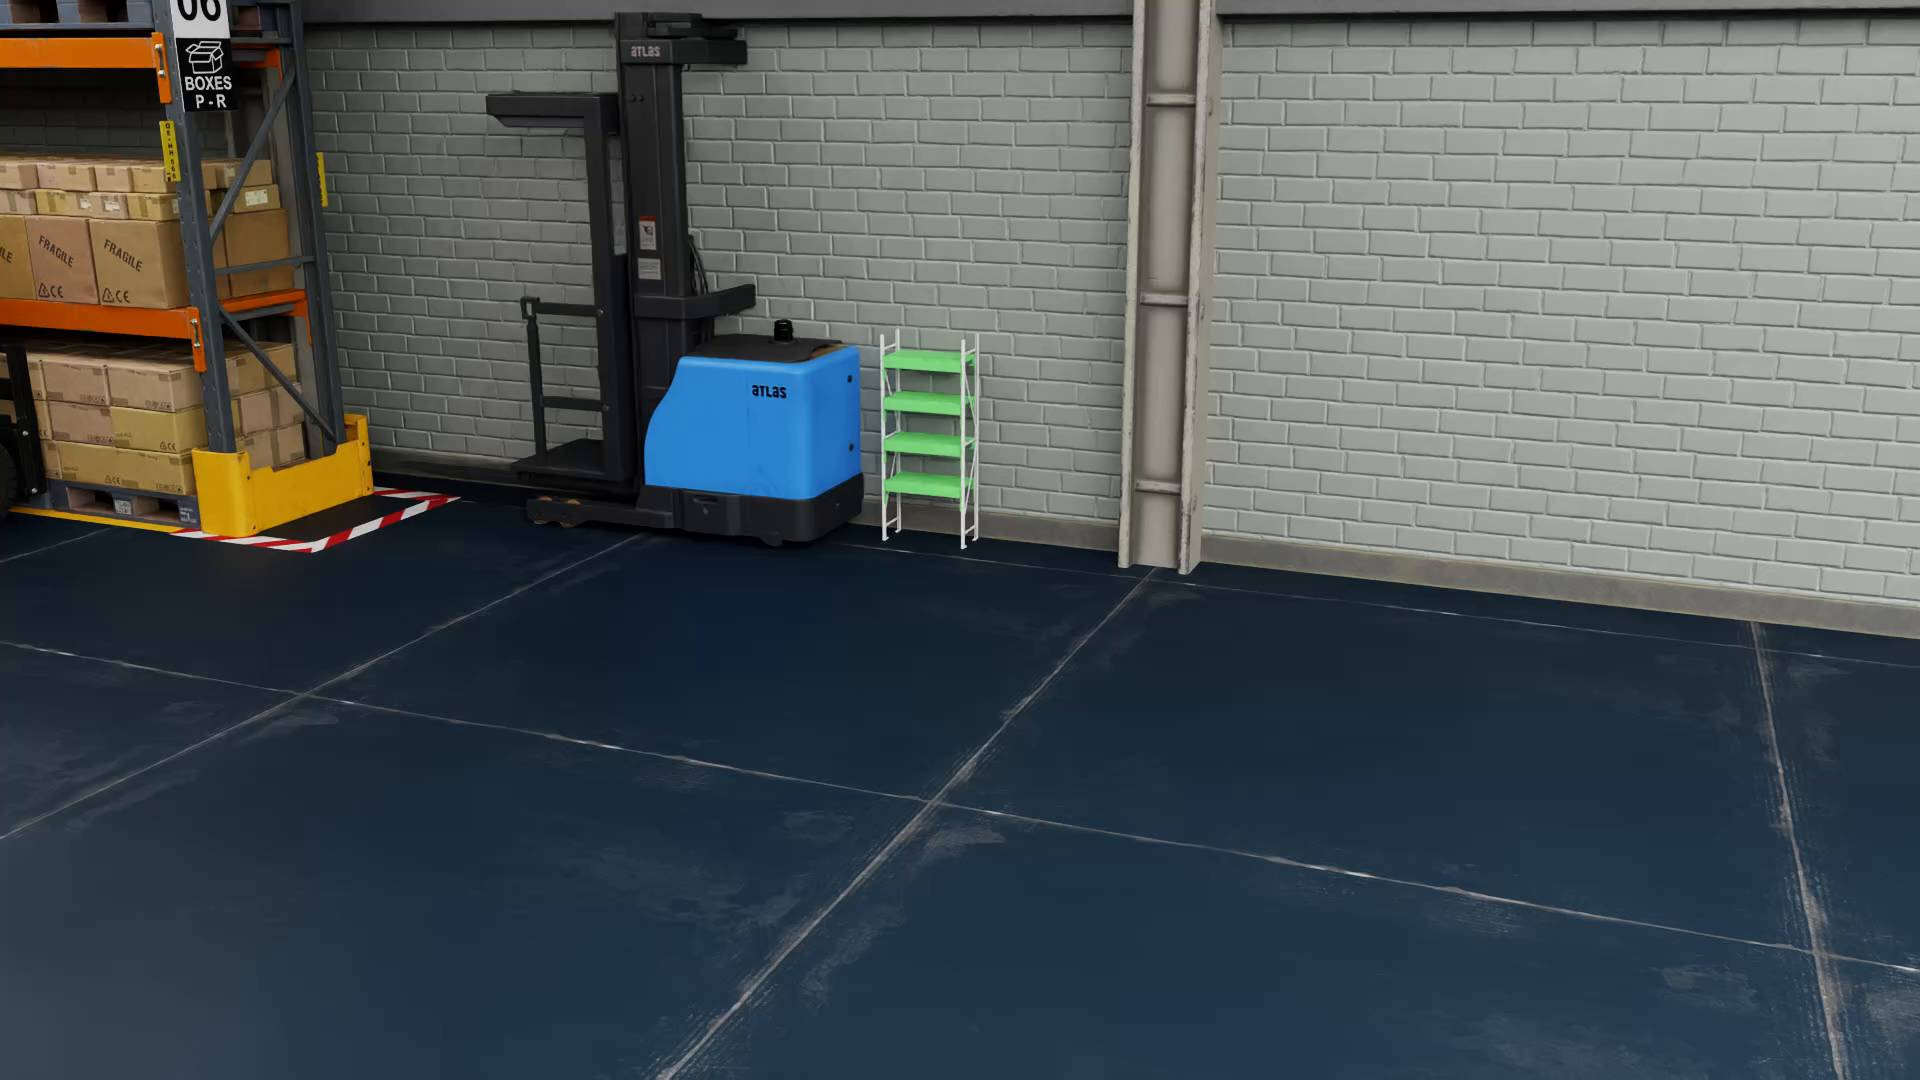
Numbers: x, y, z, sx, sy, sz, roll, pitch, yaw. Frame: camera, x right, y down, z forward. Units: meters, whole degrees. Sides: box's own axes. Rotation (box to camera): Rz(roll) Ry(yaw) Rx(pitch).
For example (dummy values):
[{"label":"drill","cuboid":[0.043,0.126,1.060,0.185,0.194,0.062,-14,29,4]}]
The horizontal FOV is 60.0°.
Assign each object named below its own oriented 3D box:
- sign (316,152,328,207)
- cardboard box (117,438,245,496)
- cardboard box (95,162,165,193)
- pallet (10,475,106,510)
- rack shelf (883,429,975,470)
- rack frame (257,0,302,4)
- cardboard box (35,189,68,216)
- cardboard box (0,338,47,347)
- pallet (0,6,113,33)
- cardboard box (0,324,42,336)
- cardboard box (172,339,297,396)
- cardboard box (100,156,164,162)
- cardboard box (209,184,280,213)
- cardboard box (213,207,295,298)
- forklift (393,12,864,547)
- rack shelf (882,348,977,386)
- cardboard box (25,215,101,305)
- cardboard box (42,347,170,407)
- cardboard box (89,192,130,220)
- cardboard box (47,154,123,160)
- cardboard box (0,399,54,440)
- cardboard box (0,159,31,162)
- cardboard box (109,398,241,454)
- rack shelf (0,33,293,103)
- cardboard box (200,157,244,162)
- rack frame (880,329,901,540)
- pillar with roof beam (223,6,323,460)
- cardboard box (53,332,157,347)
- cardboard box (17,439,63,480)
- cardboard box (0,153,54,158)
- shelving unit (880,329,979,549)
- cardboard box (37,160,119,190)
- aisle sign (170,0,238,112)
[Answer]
[{"label":"sign","cuboid":[-3.947,-2.218,10.239,0.005,0.325,0.100,6,17,21]},{"label":"cardboard box","cuboid":[-4.709,-0.468,10.086,0.500,0.250,0.500,6,17,21]},{"label":"cardboard box","cuboid":[-4.807,-2.123,9.729,0.250,0.149,0.380,6,17,21]},{"label":"pallet","cuboid":[-6.014,-0.475,10.930,1.213,0.211,1.003,6,17,21]},{"label":"rack shelf","cuboid":[-0.171,-0.520,9.538,0.480,0.148,0.258,6,17,20]},{"label":"rack frame","cuboid":[-4.156,-4.502,9.041,0.127,3.000,1.000,6,17,21]},{"label":"cardboard box","cuboid":[-5.275,-2.033,9.952,0.250,0.149,0.380,6,17,20]},{"label":"cardboard box","cuboid":[-6.118,-1.102,10.475,0.500,0.250,0.500,6,17,20]},{"label":"pallet","cuboid":[-5.943,-3.223,10.172,1.213,0.211,1.003,6,17,21]},{"label":"cardboard box","cuboid":[-6.406,-1.288,11.116,0.500,0.250,0.500,6,17,21]},{"label":"cardboard box","cuboid":[-4.534,-1.081,10.401,0.500,0.250,0.500,6,17,20]},{"label":"cardboard box","cuboid":[-5.097,-2.301,10.344,0.250,0.149,0.380,6,17,21]},{"label":"cardboard box","cuboid":[-4.376,-2.083,10.124,0.250,0.149,0.380,6,17,19]},{"label":"cardboard box","cuboid":[-4.515,-1.792,10.286,0.500,0.500,0.500,7,18,22]},{"label":"forklift","cuboid":[-2.064,-1.609,9.960,3.031,2.935,1.130,6,17,20]},{"label":"rack shelf","cuboid":[-0.170,-0.981,9.406,0.480,0.148,0.258,6,17,20]},{"label":"cardboard box","cuboid":[-5.189,-1.707,9.993,0.500,0.500,0.500,7,18,22]},{"label":"cardboard box","cuboid":[-5.176,-0.999,10.121,0.500,0.250,0.500,7,17,22]},{"label":"cardboard box","cuboid":[-4.830,-1.962,9.708,0.250,0.149,0.380,7,17,22]},{"label":"cardboard box","cuboid":[-5.559,-2.374,10.595,0.250,0.149,0.380,6,17,19]},{"label":"cardboard box","cuboid":[-5.674,-0.813,10.374,0.500,0.250,0.500,6,17,19]},{"label":"cardboard box","cuboid":[-5.791,-2.210,10.030,0.250,0.149,0.380,7,17,22]},{"label":"cardboard box","cuboid":[-4.723,-0.711,10.025,0.500,0.250,0.500,6,17,20]},{"label":"rack shelf","cuboid":[-6.016,-2.921,10.264,4.000,0.370,1.077,6,17,21]},{"label":"cardboard box","cuboid":[-4.614,-2.257,10.190,0.250,0.149,0.380,7,18,23]},{"label":"rack frame","cuboid":[-0.399,-0.605,9.605,0.015,1.200,0.240,6,17,20]},{"label":"pillar with roof beam","cuboid":[-6.053,-3.691,6.246,0.400,9.000,9.100,6,17,21]},{"label":"cardboard box","cuboid":[-5.461,-1.185,10.760,0.500,0.250,0.500,6,17,20]},{"label":"cardboard box","cuboid":[-5.630,-0.575,10.454,0.500,0.250,0.500,6,17,21]},{"label":"cardboard box","cuboid":[-6.066,-2.405,10.701,0.250,0.149,0.380,7,18,22]},{"label":"shelving unit","cuboid":[-0.171,-0.581,9.520,0.503,1.200,0.258,6,17,20]},{"label":"cardboard box","cuboid":[-5.265,-2.187,9.951,0.250,0.149,0.380,6,17,21]},{"label":"aisle sign","cuboid":[-4.203,-2.787,9.230,0.004,0.787,0.394,6,17,21]}]
